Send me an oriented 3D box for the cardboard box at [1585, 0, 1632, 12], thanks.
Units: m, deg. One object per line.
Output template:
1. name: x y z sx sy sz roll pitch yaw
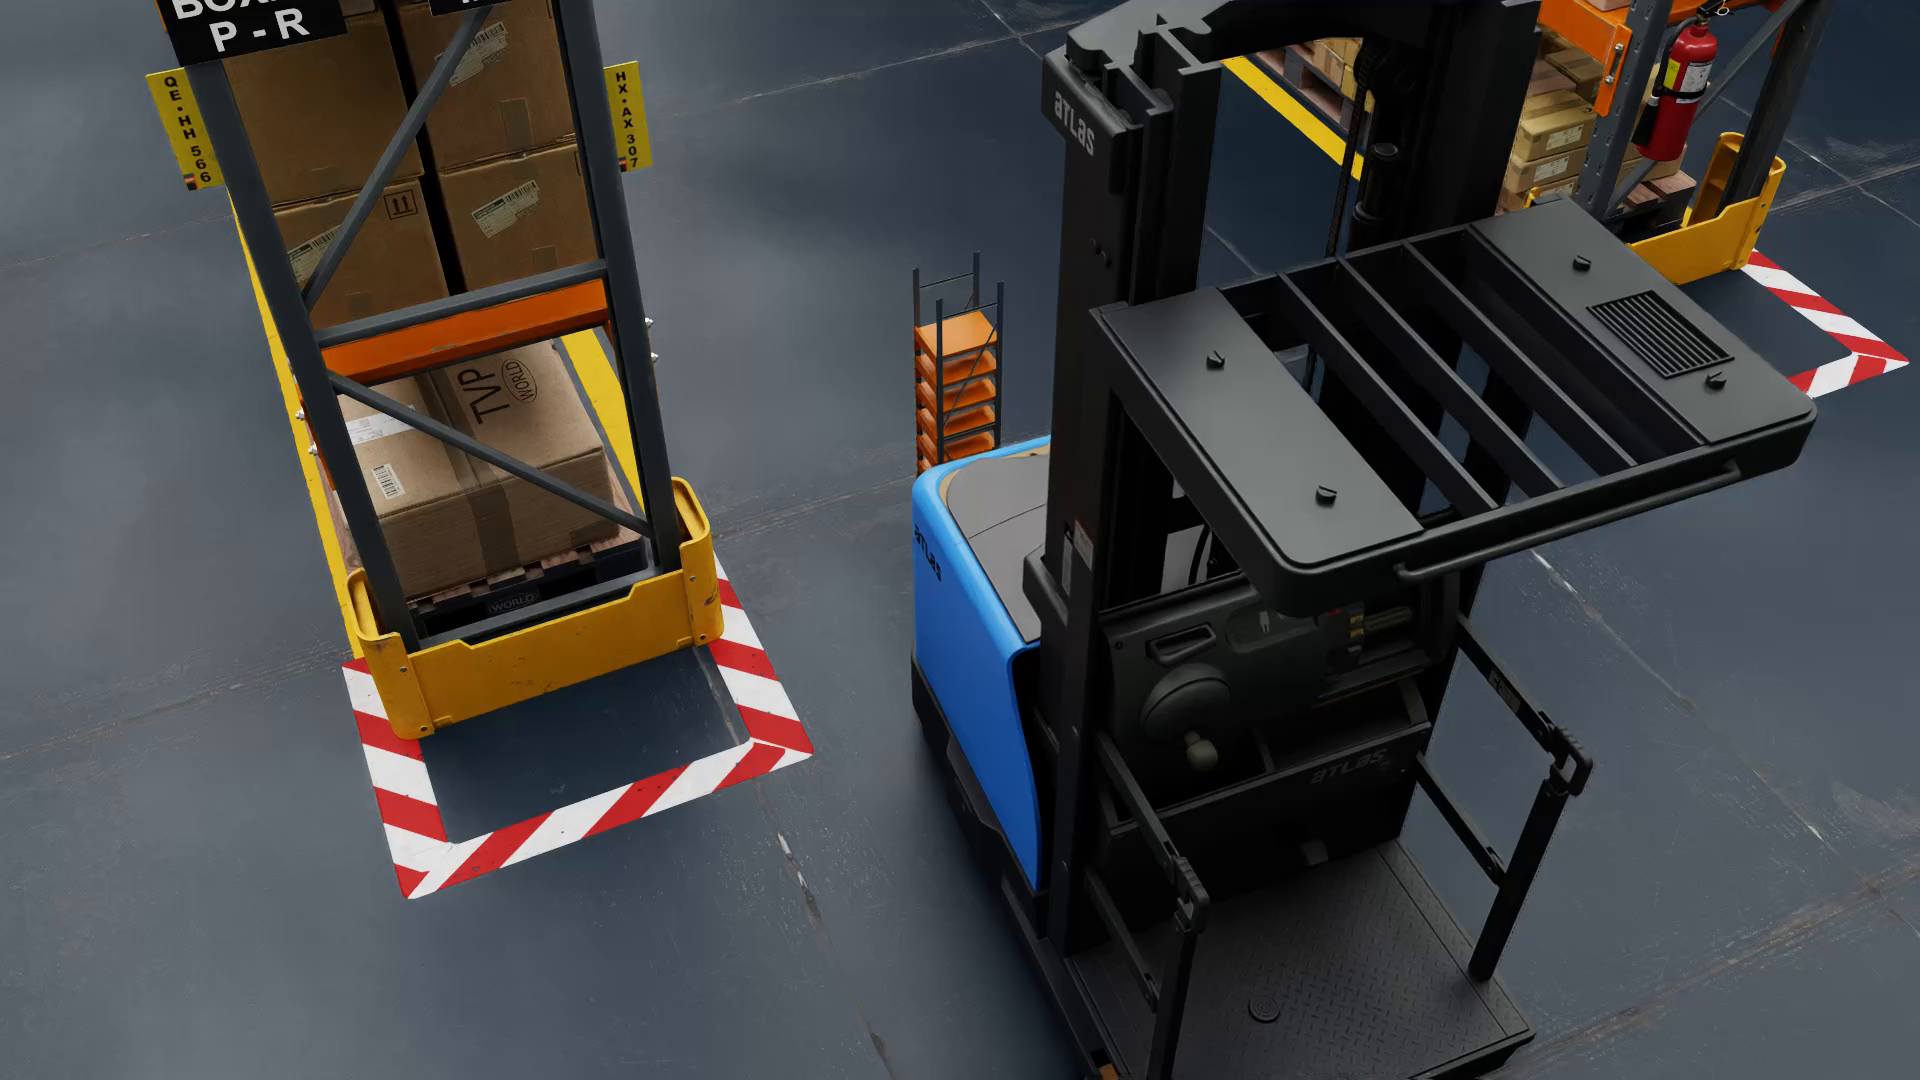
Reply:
1. cardboard box: 2.624 -2.240 6.563 0.380 0.149 0.250 -18 47 -17

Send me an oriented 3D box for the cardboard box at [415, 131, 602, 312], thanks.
1. cardboard box: -1.372 -1.105 5.163 0.500 0.500 0.500 -18 48 -18

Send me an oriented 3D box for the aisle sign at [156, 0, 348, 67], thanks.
1. aisle sign: -1.682 -1.467 3.750 0.394 0.787 0.004 -18 47 -17

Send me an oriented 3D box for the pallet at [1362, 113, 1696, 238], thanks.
1. pallet: 2.676 -1.789 7.913 1.003 0.211 1.213 -18 47 -17

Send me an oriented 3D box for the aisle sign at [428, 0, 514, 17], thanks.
1. aisle sign: -1.138 -1.644 3.930 0.394 0.787 0.004 -18 47 -17

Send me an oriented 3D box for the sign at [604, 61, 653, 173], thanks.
1. sign: -0.925 -1.175 4.633 0.100 0.325 0.005 -18 47 -17

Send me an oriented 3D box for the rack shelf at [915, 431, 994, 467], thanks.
1. rack shelf: -0.006 -0.319 5.953 0.258 0.103 0.180 -18 47 -17

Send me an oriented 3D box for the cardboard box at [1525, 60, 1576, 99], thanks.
1. cardboard box: 2.512 -1.991 7.440 0.380 0.149 0.250 -17 47 -17

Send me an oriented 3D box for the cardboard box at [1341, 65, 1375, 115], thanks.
1. cardboard box: 2.094 -2.239 8.114 0.380 0.149 0.250 -20 48 -19

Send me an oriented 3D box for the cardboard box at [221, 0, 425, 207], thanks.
1. cardboard box: -1.850 -1.307 4.656 0.500 0.500 0.500 -17 47 -16

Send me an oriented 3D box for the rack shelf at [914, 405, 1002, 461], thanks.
1. rack shelf: -0.006 -0.405 5.869 0.258 0.103 0.180 -18 47 -17

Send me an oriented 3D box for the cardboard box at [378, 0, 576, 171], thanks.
1. cardboard box: -1.374 -1.460 4.811 0.500 0.500 0.500 -19 48 -18

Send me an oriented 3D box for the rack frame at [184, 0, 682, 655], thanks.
1. rack frame: -1.431 -0.679 4.802 1.000 3.000 0.127 -18 47 -17

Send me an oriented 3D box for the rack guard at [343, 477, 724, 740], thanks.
1. rack guard: -1.421 0.226 5.665 1.175 0.500 0.348 -18 47 -17

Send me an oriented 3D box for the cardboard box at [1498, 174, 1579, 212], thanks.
1. cardboard box: 2.607 -1.614 7.481 0.380 0.149 0.250 -17 47 -17

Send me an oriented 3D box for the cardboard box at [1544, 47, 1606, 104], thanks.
1. cardboard box: 2.880 -2.126 7.576 0.380 0.149 0.250 -17 47 -17

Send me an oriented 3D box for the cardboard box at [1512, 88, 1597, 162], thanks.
1. cardboard box: 2.565 -1.814 7.260 0.380 0.149 0.250 -18 47 -17

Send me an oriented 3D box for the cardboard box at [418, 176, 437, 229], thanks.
1. cardboard box: -1.610 -1.419 5.482 0.500 0.500 0.500 -19 48 -18

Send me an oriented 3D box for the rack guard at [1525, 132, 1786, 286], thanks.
1. rack guard: 2.986 -1.364 7.276 1.175 0.500 0.348 -18 47 -17

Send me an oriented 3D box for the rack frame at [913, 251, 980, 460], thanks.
1. rack frame: -0.045 -0.495 5.897 0.240 1.200 0.006 -18 47 -17

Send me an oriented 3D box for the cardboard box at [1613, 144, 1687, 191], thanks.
1. cardboard box: 3.088 -1.768 7.637 0.380 0.149 0.250 -17 47 -17

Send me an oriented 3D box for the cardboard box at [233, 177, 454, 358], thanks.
1. cardboard box: -1.874 -0.944 5.000 0.500 0.500 0.500 -18 47 -17

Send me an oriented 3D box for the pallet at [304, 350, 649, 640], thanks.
1. pallet: -1.838 -0.173 6.275 1.003 0.211 1.213 -18 47 -17

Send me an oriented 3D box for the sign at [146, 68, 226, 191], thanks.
1. sign: -1.929 -1.024 4.159 0.100 0.325 0.005 -18 47 -17

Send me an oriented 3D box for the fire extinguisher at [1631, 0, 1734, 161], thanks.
1. fire extinguisher: 2.705 -1.748 6.206 0.296 0.674 0.183 -18 47 -17

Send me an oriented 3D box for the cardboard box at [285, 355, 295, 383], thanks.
1. cardboard box: -2.192 -0.888 6.540 0.875 0.438 0.875 -17 47 -16

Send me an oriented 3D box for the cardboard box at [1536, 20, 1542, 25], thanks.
1. cardboard box: 2.711 -2.458 7.913 0.380 0.149 0.250 -20 48 -19

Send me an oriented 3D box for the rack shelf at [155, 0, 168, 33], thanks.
1. rack shelf: -2.272 -2.765 5.293 1.077 0.370 4.000 -18 47 -17

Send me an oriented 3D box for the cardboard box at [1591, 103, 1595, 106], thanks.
1. cardboard box: 2.966 -2.047 7.707 0.380 0.149 0.250 -18 47 -18

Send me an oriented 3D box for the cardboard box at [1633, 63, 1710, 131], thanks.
1. cardboard box: 3.106 -1.986 7.434 0.380 0.149 0.250 -20 48 -19

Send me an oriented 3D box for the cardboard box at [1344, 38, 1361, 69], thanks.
1. cardboard box: 2.087 -2.355 8.020 0.380 0.149 0.250 -17 47 -17

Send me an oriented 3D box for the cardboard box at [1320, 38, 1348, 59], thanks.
1. cardboard box: 1.996 -2.523 8.191 0.380 0.149 0.250 -16 47 -15

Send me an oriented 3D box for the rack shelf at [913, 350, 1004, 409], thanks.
1. rack shelf: -0.006 -0.576 5.701 0.258 0.103 0.180 -18 47 -17

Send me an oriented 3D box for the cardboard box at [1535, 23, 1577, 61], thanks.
1. cardboard box: 2.891 -2.324 7.777 0.380 0.149 0.250 -18 47 -18

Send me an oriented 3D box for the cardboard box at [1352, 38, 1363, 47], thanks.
1. cardboard box: 2.073 -2.457 7.912 0.380 0.149 0.250 -16 47 -16

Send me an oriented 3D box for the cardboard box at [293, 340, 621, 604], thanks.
1. cardboard box: -1.799 -0.307 5.951 0.875 0.438 0.875 -20 48 -19

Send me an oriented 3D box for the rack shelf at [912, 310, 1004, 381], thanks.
1. rack shelf: -0.006 -0.661 5.616 0.258 0.103 0.180 -18 47 -17

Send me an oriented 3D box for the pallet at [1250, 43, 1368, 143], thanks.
1. pallet: 2.167 -2.565 8.700 1.003 0.211 1.213 -18 47 -17

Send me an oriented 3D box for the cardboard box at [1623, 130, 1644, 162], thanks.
1. cardboard box: 3.030 -1.855 7.514 0.380 0.149 0.250 -16 47 -16

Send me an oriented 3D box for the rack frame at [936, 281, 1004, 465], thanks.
1. rack frame: 0.032 -0.378 5.779 0.240 1.200 0.006 -18 47 -17

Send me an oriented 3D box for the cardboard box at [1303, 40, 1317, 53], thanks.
1. cardboard box: 1.959 -2.602 8.482 0.380 0.149 0.250 -17 47 -16

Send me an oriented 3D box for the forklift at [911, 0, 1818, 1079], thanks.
1. forklift: 0.860 0.351 3.807 1.130 2.935 3.031 -16 47 -15

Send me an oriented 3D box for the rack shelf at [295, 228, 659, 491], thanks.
1. rack shelf: -2.272 -1.697 6.347 1.077 0.370 4.000 -18 47 -17

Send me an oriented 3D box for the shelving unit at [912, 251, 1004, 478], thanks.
1. shelving unit: -0.006 -0.436 5.838 0.258 1.200 0.189 -18 47 -17

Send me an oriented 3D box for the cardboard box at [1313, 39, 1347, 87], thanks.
1. cardboard box: 1.998 -2.419 8.297 0.380 0.149 0.250 -17 47 -17

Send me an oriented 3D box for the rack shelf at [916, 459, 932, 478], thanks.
1. rack shelf: -0.006 -0.234 6.038 0.258 0.103 0.180 -18 47 -17

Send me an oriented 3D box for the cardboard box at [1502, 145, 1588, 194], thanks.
1. cardboard box: 2.537 -1.698 7.354 0.380 0.149 0.250 -19 48 -18

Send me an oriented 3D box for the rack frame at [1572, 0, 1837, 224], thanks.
1. rack frame: 3.018 -2.205 6.349 1.000 3.000 0.127 -18 47 -17

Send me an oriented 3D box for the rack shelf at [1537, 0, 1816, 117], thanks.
1. rack shelf: 2.177 -3.224 7.894 1.077 0.370 4.000 -18 47 -17

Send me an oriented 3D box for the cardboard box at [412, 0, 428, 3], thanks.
1. cardboard box: -1.329 -1.609 4.500 0.380 0.149 0.250 -17 47 -17

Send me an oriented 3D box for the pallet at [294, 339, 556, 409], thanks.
1. pallet: -2.347 -0.949 7.062 1.003 0.211 1.213 -18 47 -17

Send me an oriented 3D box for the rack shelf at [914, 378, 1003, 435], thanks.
1. rack shelf: -0.006 -0.490 5.785 0.258 0.103 0.180 -18 47 -17

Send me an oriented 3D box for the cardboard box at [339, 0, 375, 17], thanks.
1. cardboard box: -1.764 -1.471 4.360 0.380 0.149 0.250 -17 47 -17
